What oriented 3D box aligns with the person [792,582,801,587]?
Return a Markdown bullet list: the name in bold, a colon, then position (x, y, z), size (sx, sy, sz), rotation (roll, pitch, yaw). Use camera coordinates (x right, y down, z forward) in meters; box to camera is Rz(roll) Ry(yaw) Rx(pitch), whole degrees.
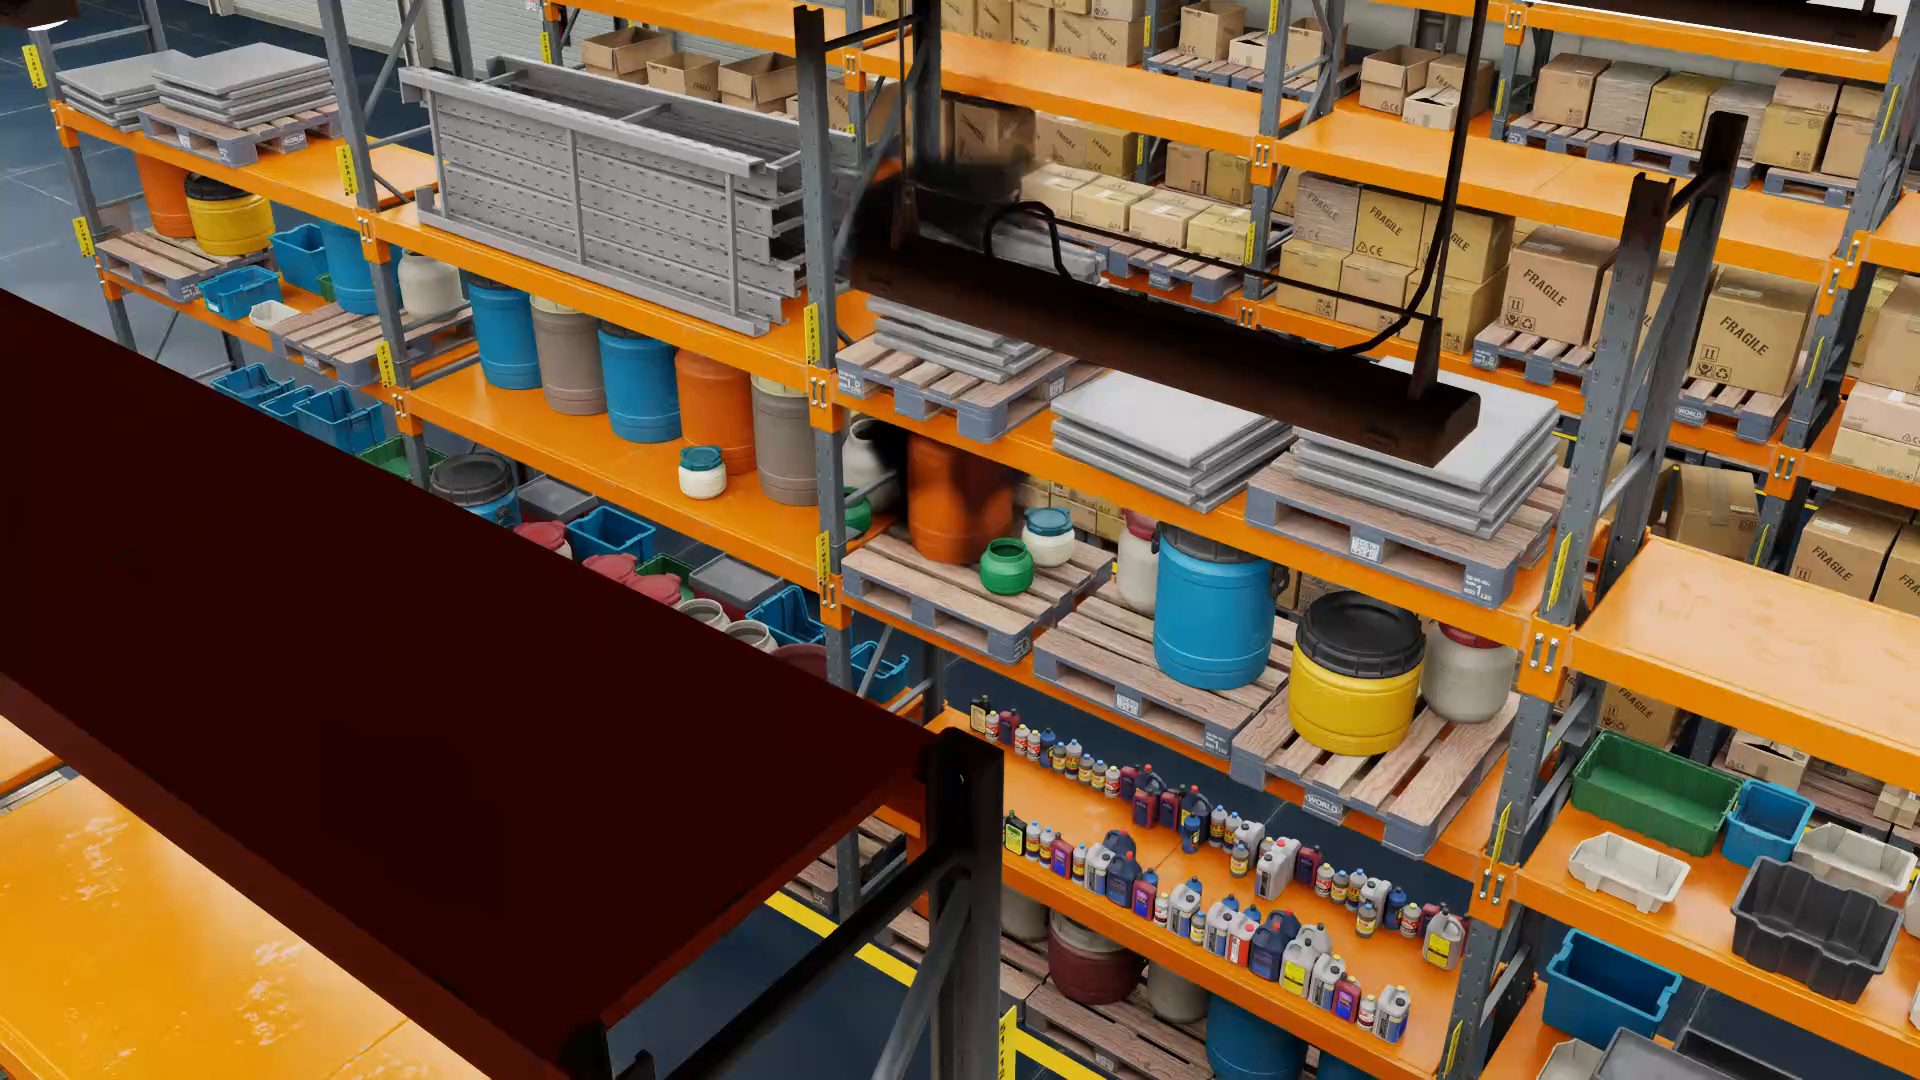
- **person**: position (-1.589, -0.332, 14.179), size (0.791, 1.768, 0.640), rotation (14, 34, 21)
